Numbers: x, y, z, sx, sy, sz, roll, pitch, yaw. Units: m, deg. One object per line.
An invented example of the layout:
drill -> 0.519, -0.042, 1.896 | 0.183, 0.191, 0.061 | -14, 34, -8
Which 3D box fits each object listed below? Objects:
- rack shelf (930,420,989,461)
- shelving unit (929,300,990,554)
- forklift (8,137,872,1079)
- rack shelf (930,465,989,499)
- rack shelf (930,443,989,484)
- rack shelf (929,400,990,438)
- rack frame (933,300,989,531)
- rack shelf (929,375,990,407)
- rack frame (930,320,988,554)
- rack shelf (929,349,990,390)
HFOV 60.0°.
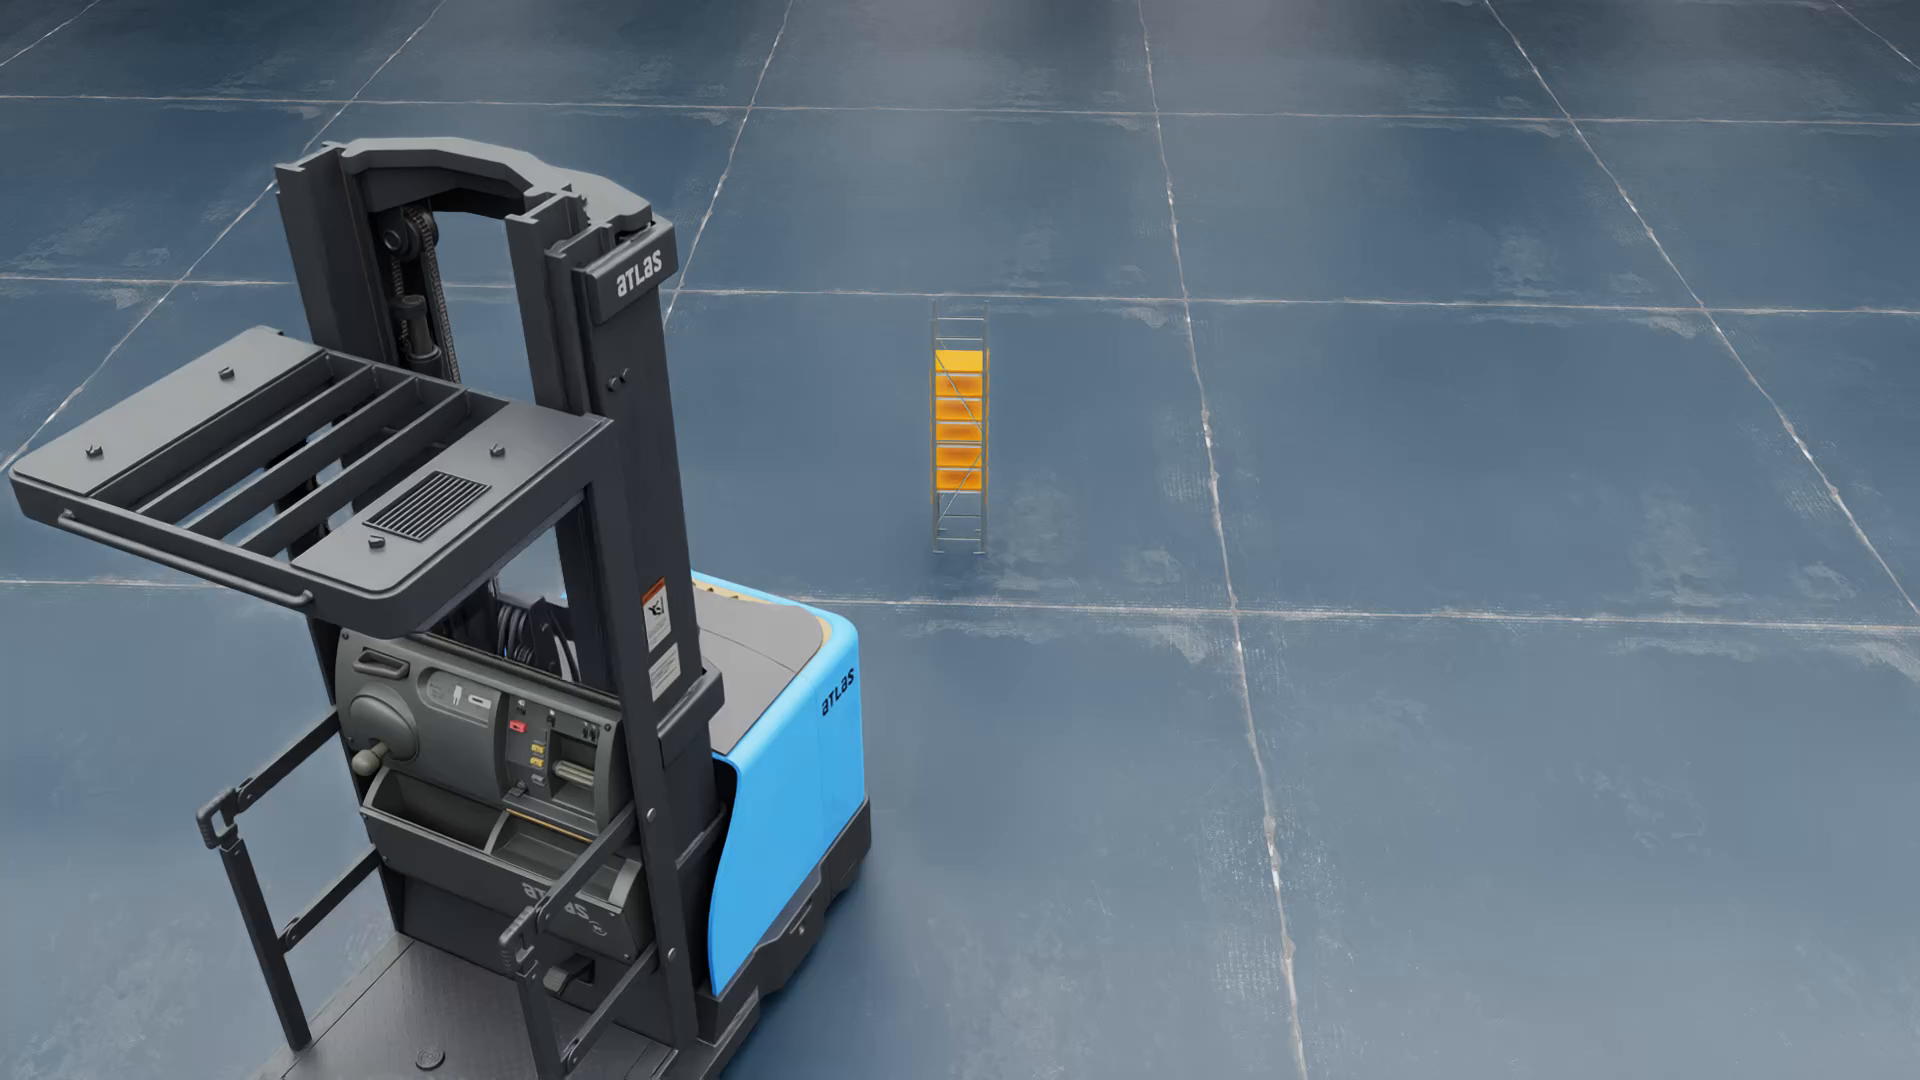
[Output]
rack shelf -> -0.001, -0.446, 7.419 | 0.258, 0.103, 0.180 | 1, 35, 2
shelving unit -> -0.001, -0.483, 7.393 | 0.258, 1.200, 0.189 | 1, 35, 2
forklift -> -1.414, 0.587, 4.365 | 1.130, 2.935, 3.031 | 15, 38, 21
rack shelf -> -0.001, -0.250, 7.557 | 0.258, 0.103, 0.180 | 1, 35, 2
rack shelf -> -0.001, -0.348, 7.488 | 0.258, 0.103, 0.180 | 1, 35, 2
rack shelf -> -0.001, -0.544, 7.350 | 0.258, 0.103, 0.180 | 1, 35, 2
rack frame -> 0.003, -0.535, 7.468 | 0.240, 1.200, 0.006 | 1, 35, 2
rack shelf -> -0.001, -0.643, 7.281 | 0.258, 0.103, 0.180 | 1, 35, 2
rack frame -> -0.004, -0.430, 7.318 | 0.240, 1.200, 0.006 | 1, 35, 2
rack shelf -> -0.001, -0.741, 7.212 | 0.258, 0.103, 0.180 | 1, 35, 2
